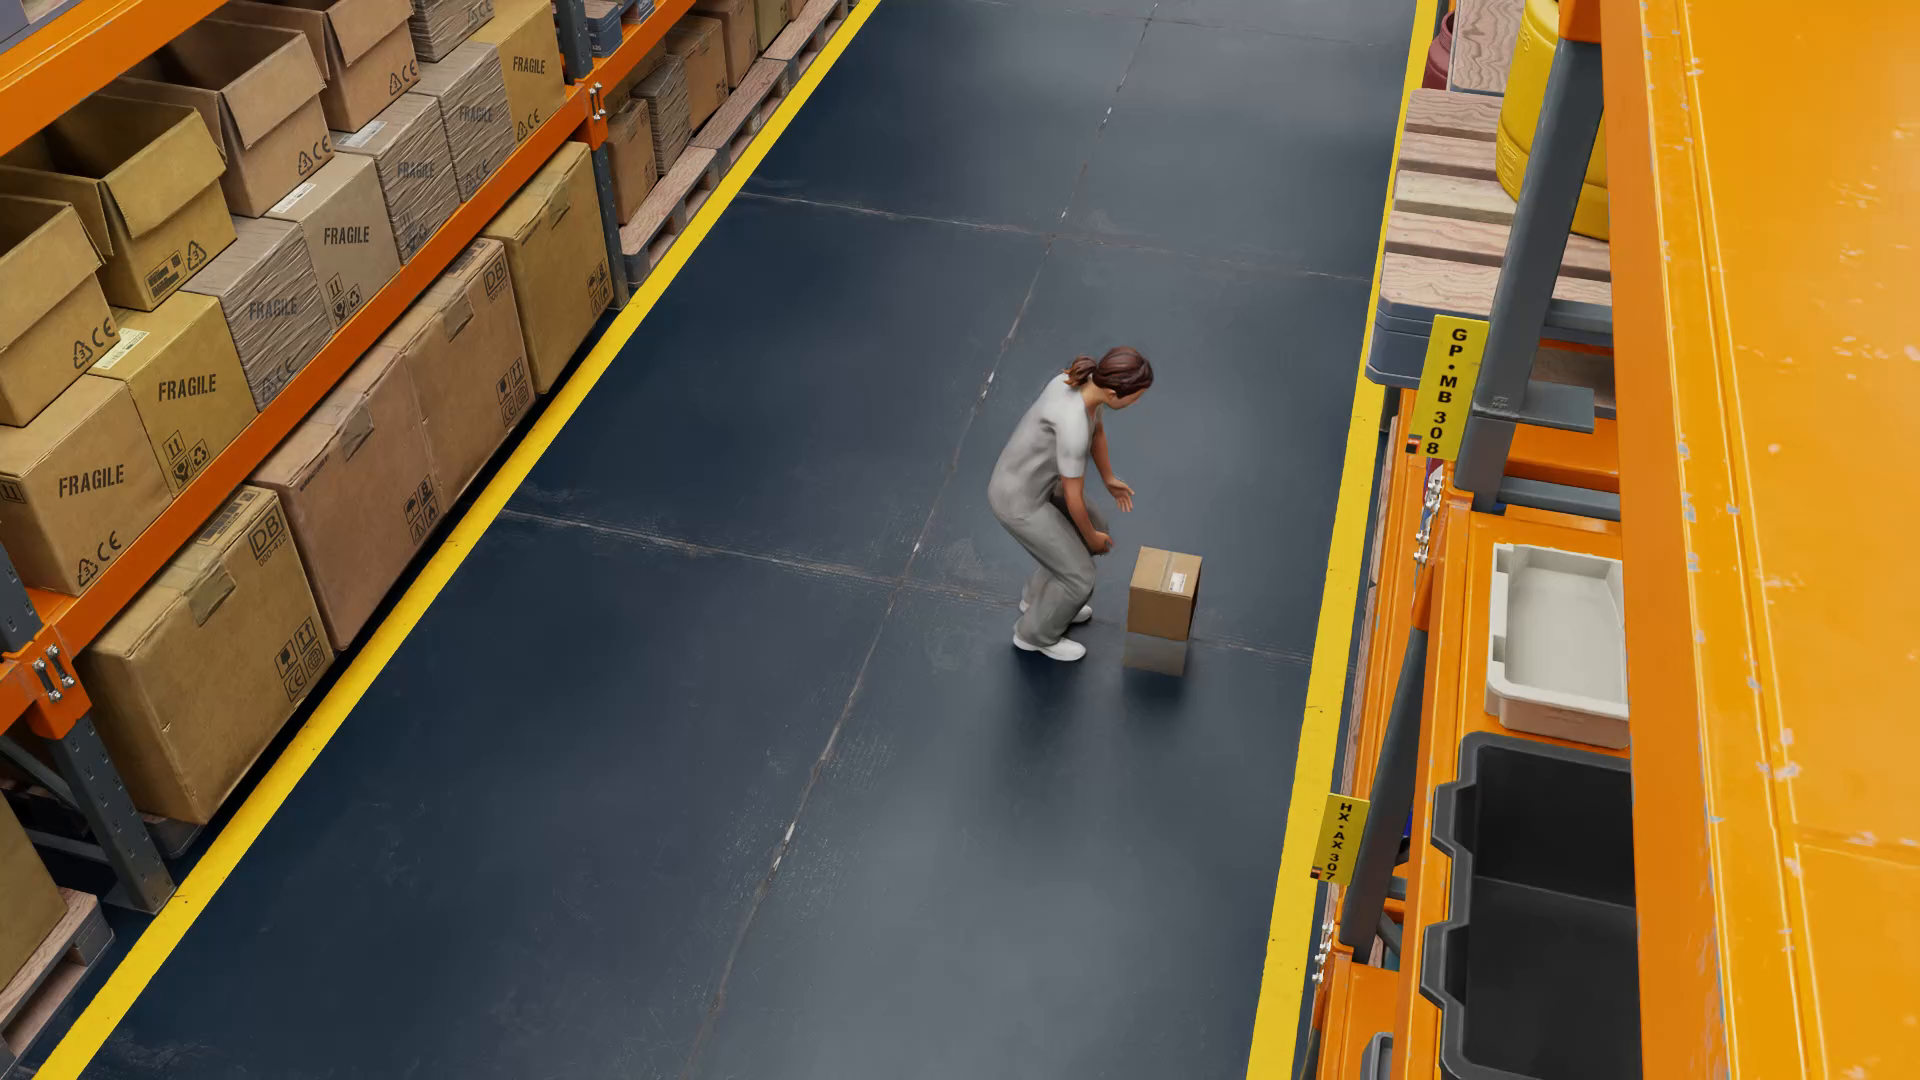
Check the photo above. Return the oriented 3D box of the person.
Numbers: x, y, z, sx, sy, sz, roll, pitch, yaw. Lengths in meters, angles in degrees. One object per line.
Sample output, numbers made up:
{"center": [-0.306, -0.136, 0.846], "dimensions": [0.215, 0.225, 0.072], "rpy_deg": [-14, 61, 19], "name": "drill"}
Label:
{"center": [0.420, -0.162, 6.556], "dimensions": [0.595, 1.404, 0.489], "rpy_deg": [10, 42, 12], "name": "person"}
